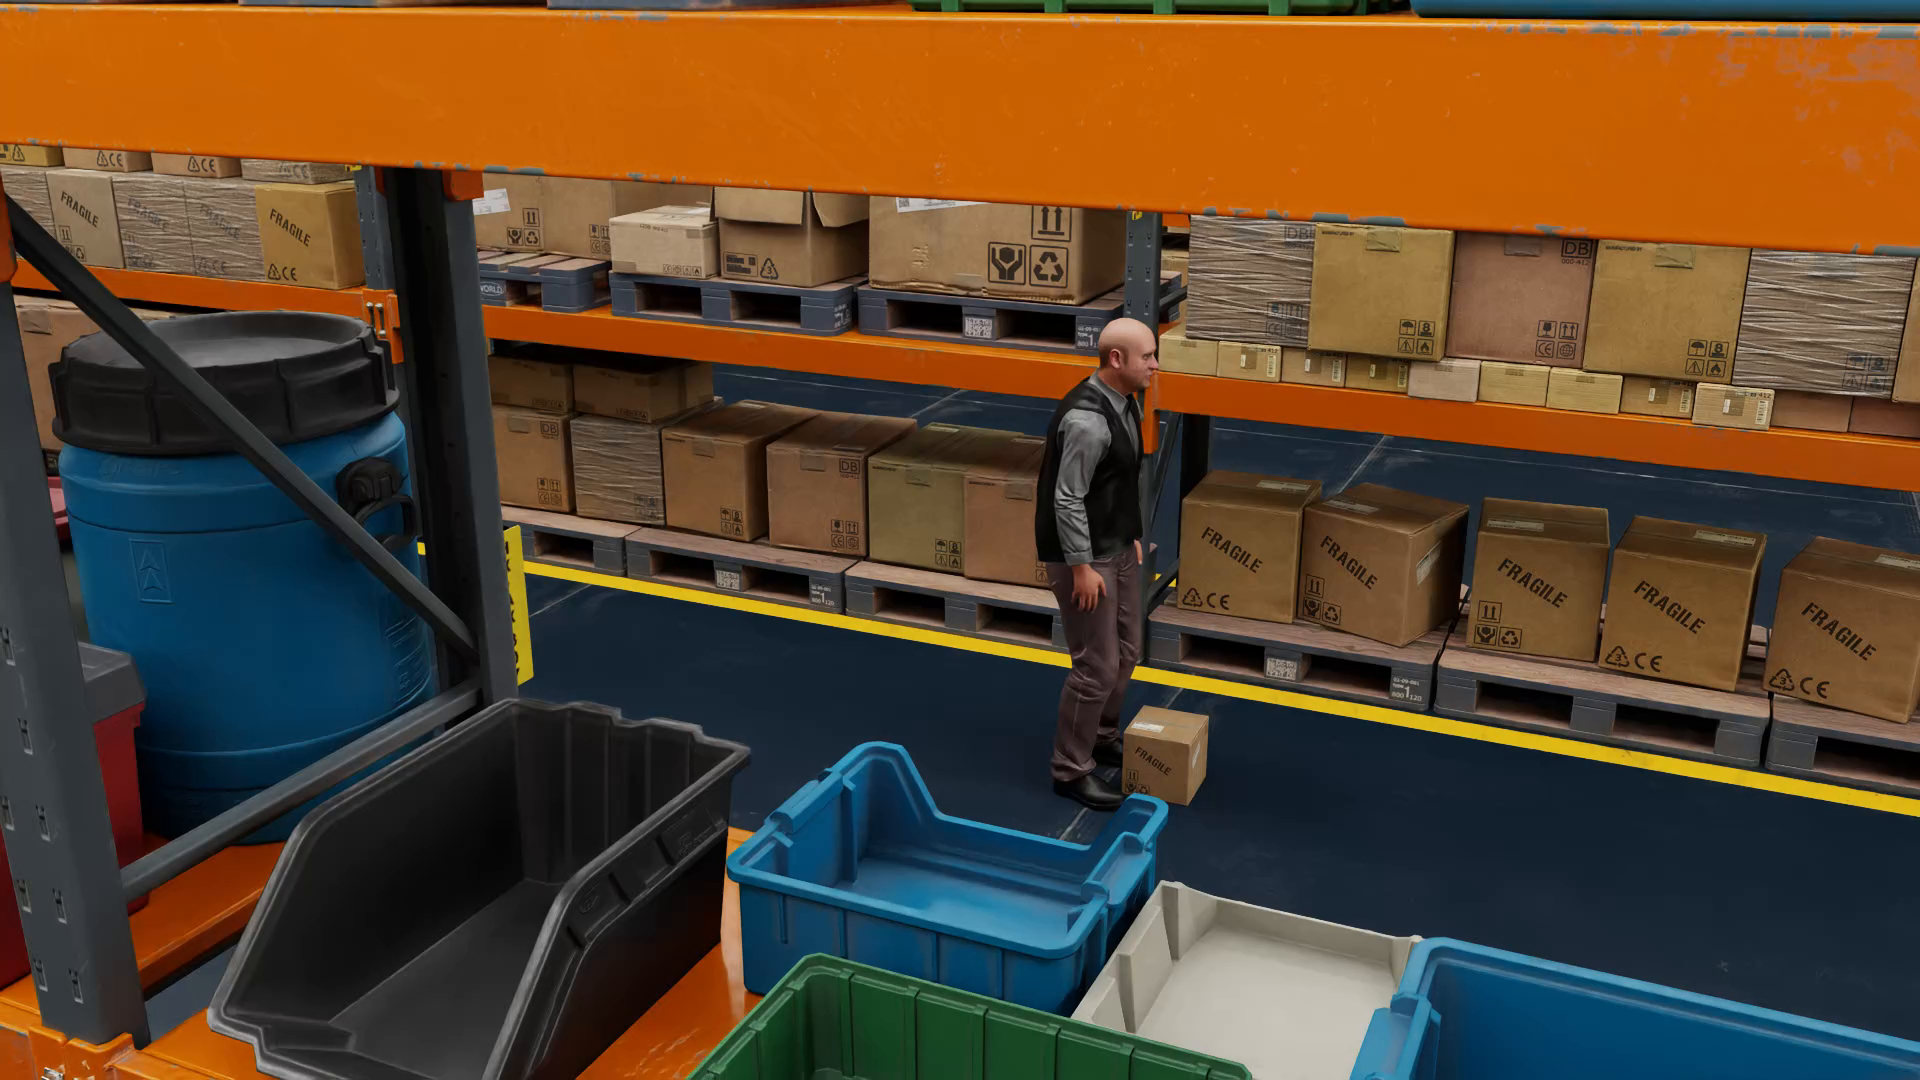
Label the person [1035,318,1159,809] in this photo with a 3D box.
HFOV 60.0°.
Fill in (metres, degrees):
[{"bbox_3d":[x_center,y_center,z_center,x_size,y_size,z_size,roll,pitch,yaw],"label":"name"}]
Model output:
[{"bbox_3d":[0.485,0.056,5.937,0.419,1.720,0.578,8,20,22],"label":"person"}]
